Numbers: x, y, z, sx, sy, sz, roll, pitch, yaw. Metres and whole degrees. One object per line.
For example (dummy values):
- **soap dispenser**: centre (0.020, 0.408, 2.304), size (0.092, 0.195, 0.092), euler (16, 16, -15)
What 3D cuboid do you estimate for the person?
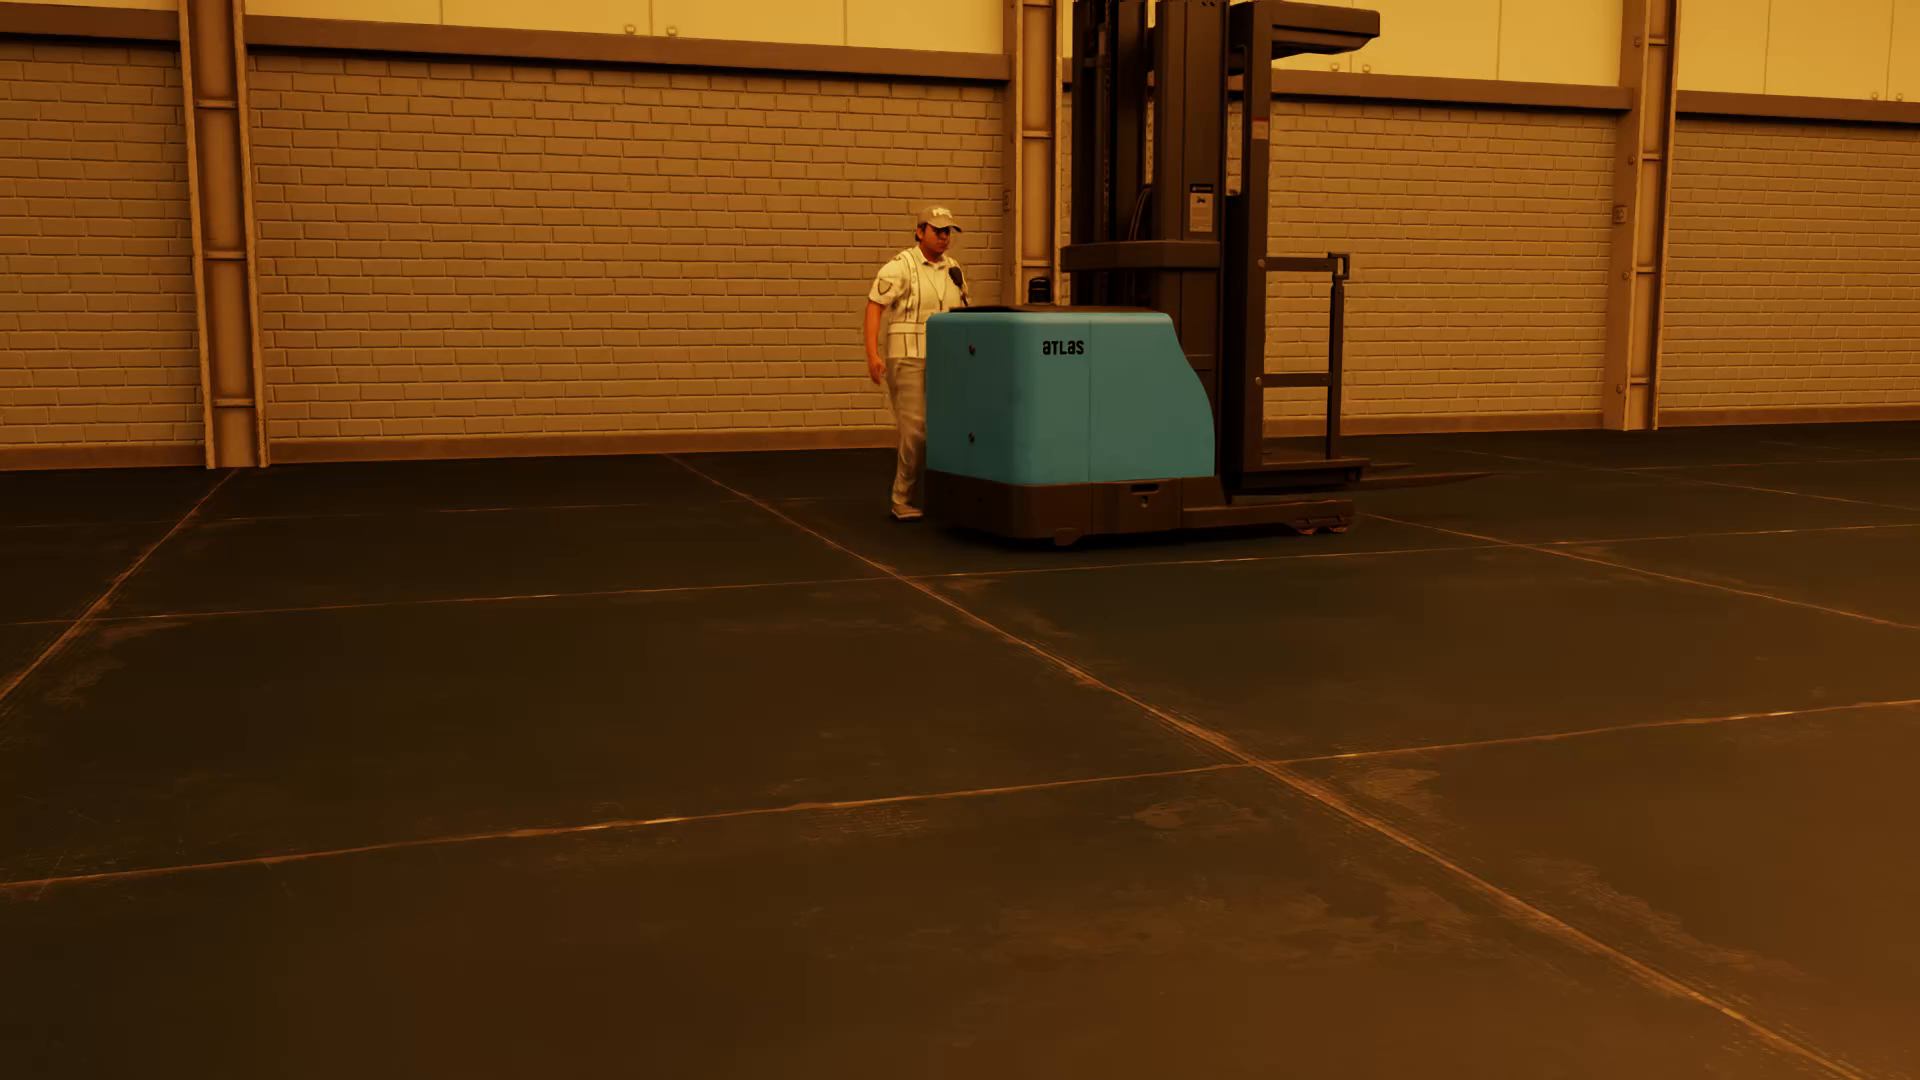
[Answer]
- **person**: centre (-0.140, -0.917, 8.648), size (0.763, 1.621, 0.473), euler (-5, 9, -32)

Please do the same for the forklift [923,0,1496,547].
- **forklift**: centre (1.370, -1.535, 8.338), size (3.031, 2.935, 1.130), euler (-4, 9, -27)
